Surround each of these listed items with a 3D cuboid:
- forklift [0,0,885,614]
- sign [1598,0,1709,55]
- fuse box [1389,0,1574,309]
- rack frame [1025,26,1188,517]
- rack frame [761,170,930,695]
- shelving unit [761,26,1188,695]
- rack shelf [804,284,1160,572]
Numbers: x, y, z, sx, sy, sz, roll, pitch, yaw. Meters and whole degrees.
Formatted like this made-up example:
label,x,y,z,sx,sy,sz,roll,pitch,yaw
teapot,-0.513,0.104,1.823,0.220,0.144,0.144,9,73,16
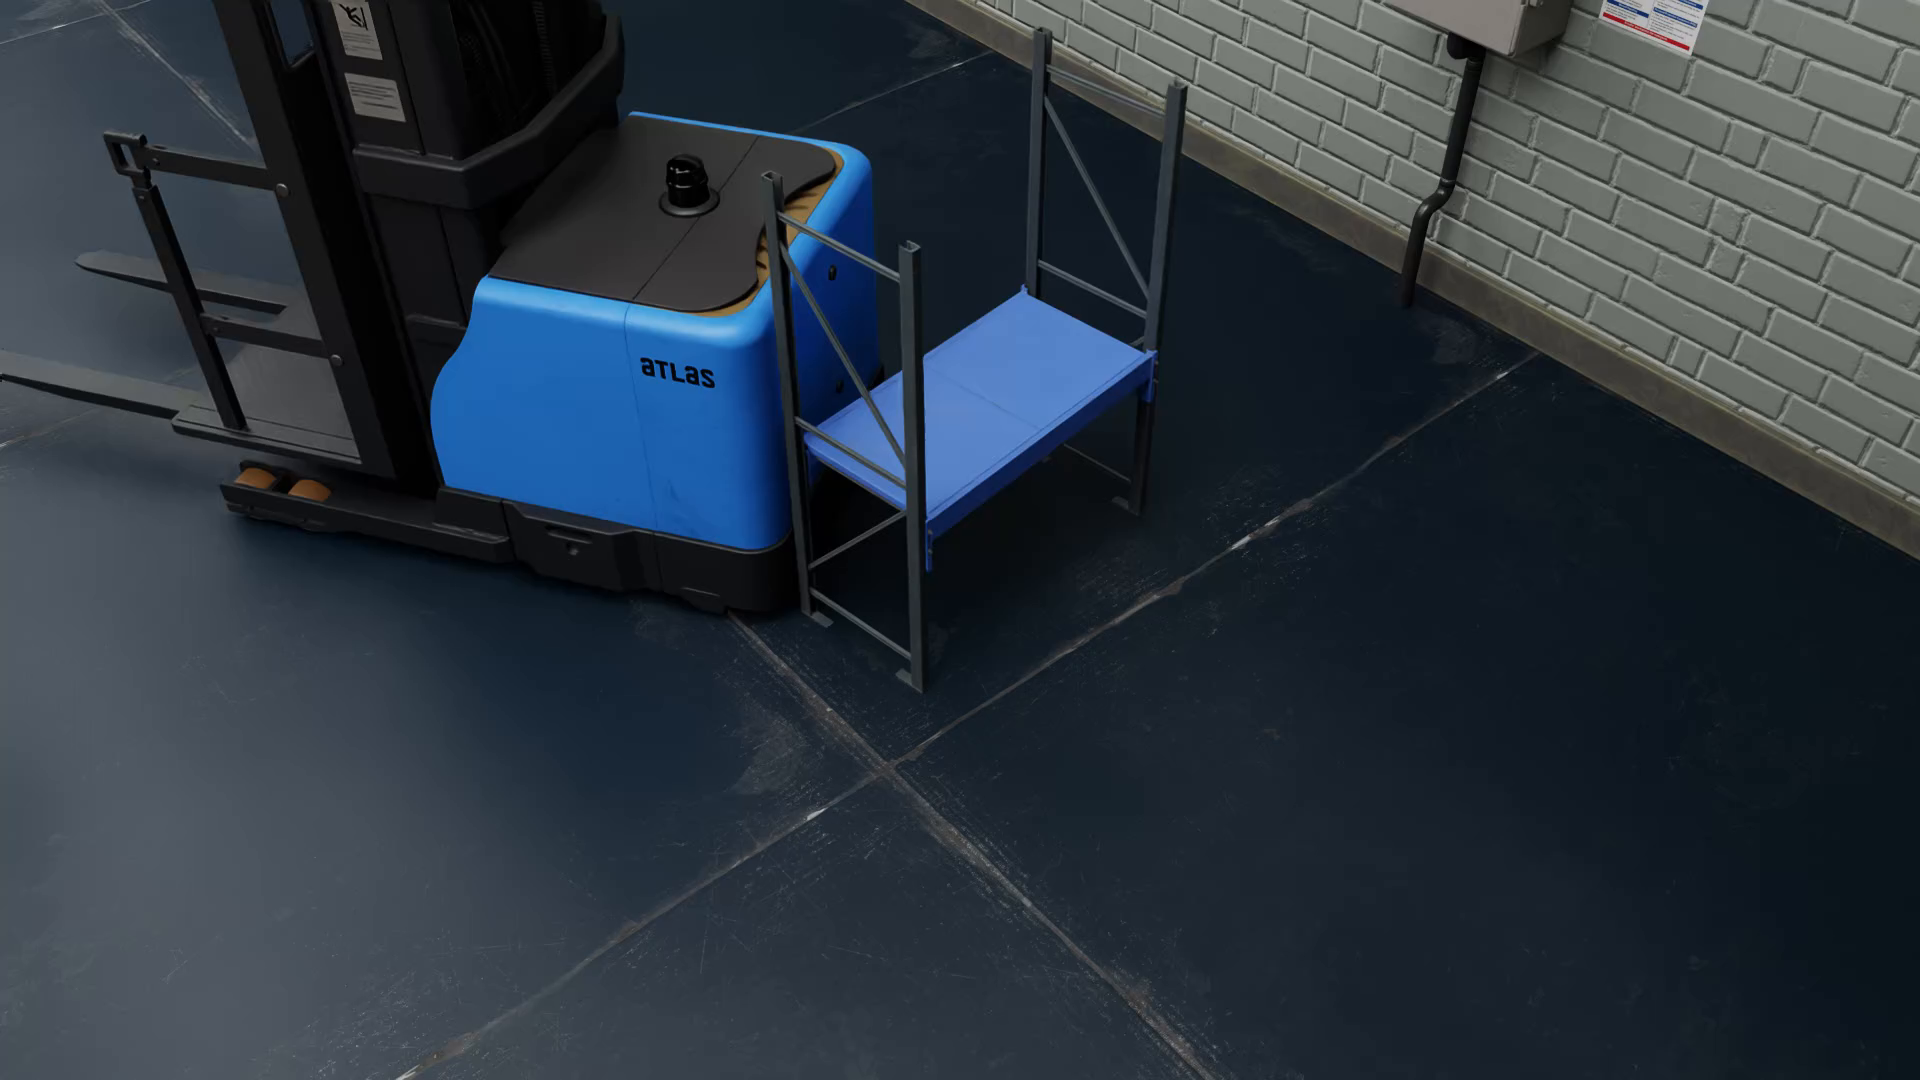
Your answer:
label,x,y,z,sx,sy,sz,roll,pitch,yaw
forklift,-1.823,-1.428,4.629,3.031,2.935,1.130,12,44,12
sign,2.117,-1.739,4.980,0.001,0.494,0.329,-30,51,-28
fuse box,1.642,-1.472,5.568,0.414,1.711,0.539,-30,51,-28
rack frame,0.396,-0.741,4.944,0.500,1.500,0.032,32,52,29
rack frame,-0.283,-0.224,4.392,0.500,1.500,0.032,32,52,29
shelving unit,0.056,-0.482,4.668,0.538,1.500,1.048,32,52,29
rack shelf,0.056,-0.351,4.791,0.538,0.185,1.000,32,52,29
